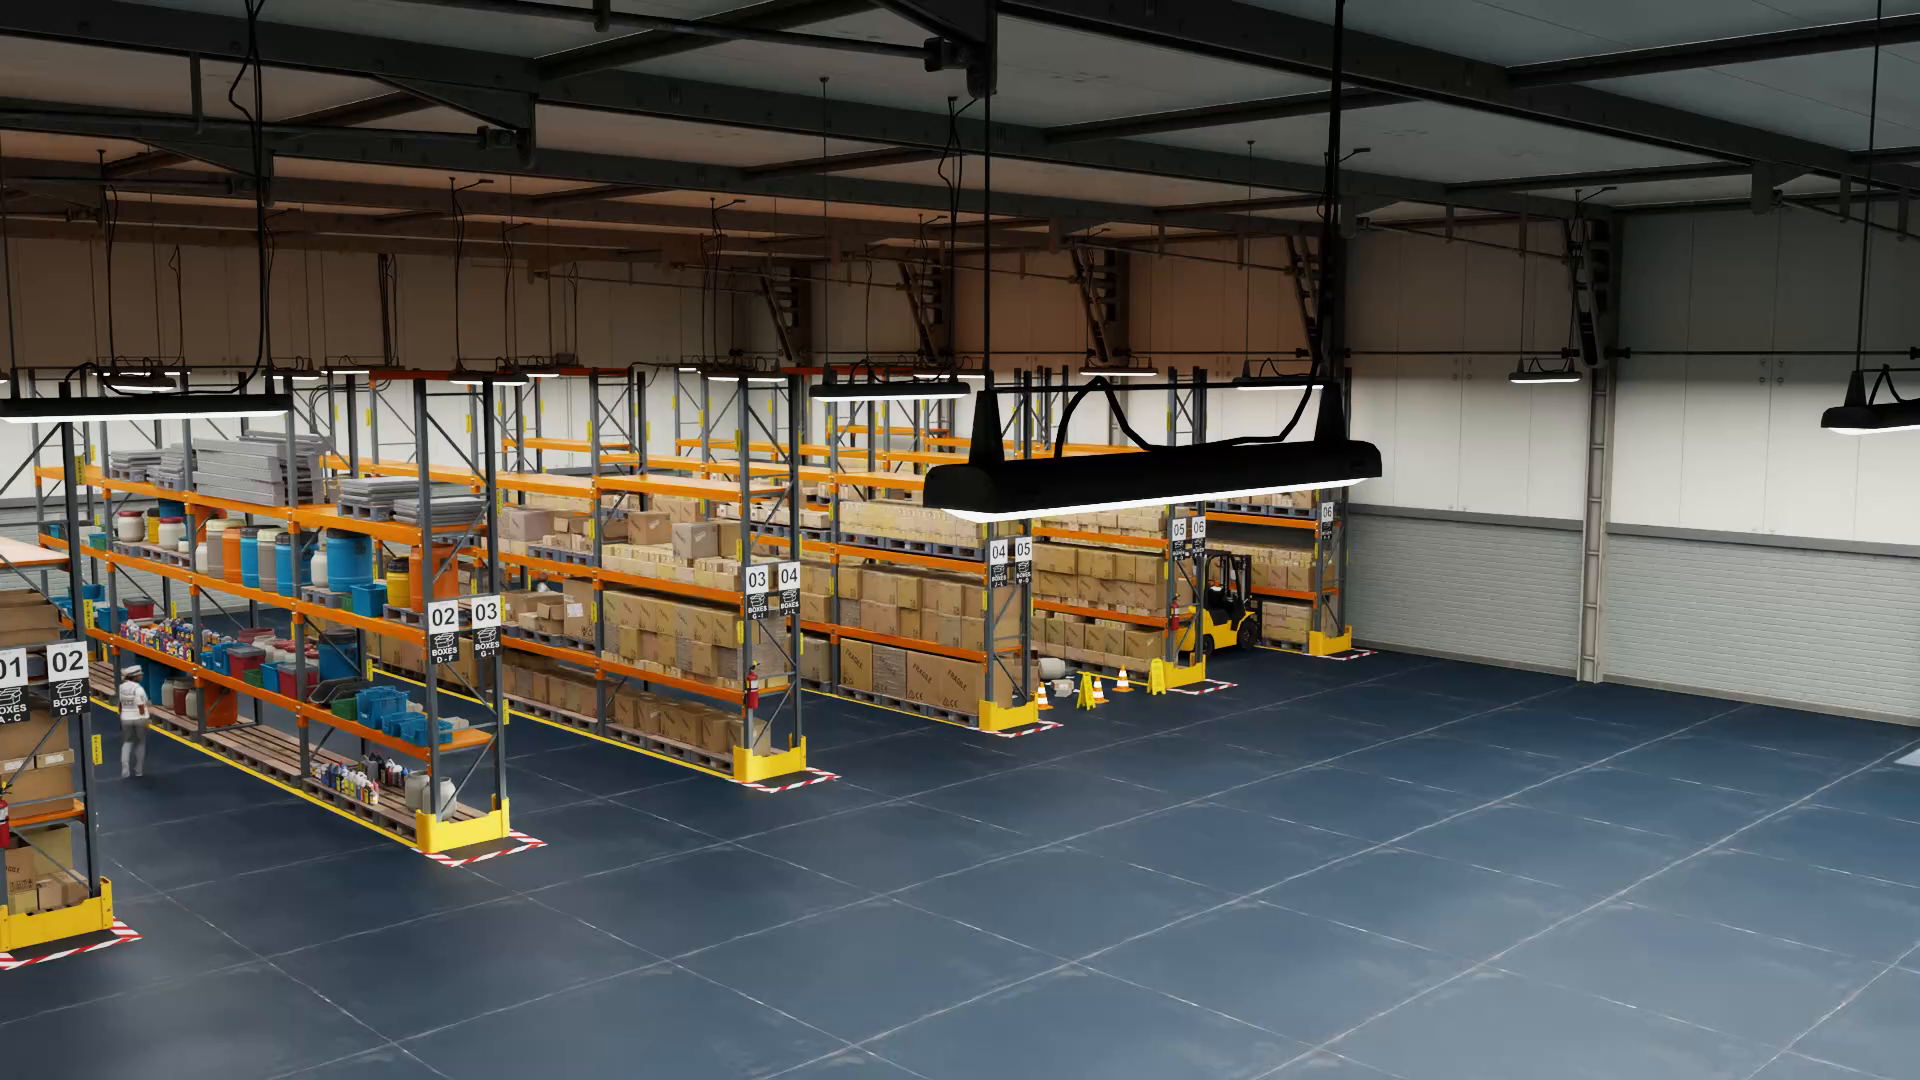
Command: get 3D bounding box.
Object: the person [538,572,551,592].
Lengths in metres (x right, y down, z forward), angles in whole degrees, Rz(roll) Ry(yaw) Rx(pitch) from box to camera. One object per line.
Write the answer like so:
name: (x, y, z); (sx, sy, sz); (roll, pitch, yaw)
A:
person: (-8.983, 1.500, 35.956); (0.336, 1.624, 0.492); (0, 6, -2)

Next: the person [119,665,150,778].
person: (-12.294, 2.701, 24.721); (0.449, 1.674, 0.512); (-1, 7, -9)
